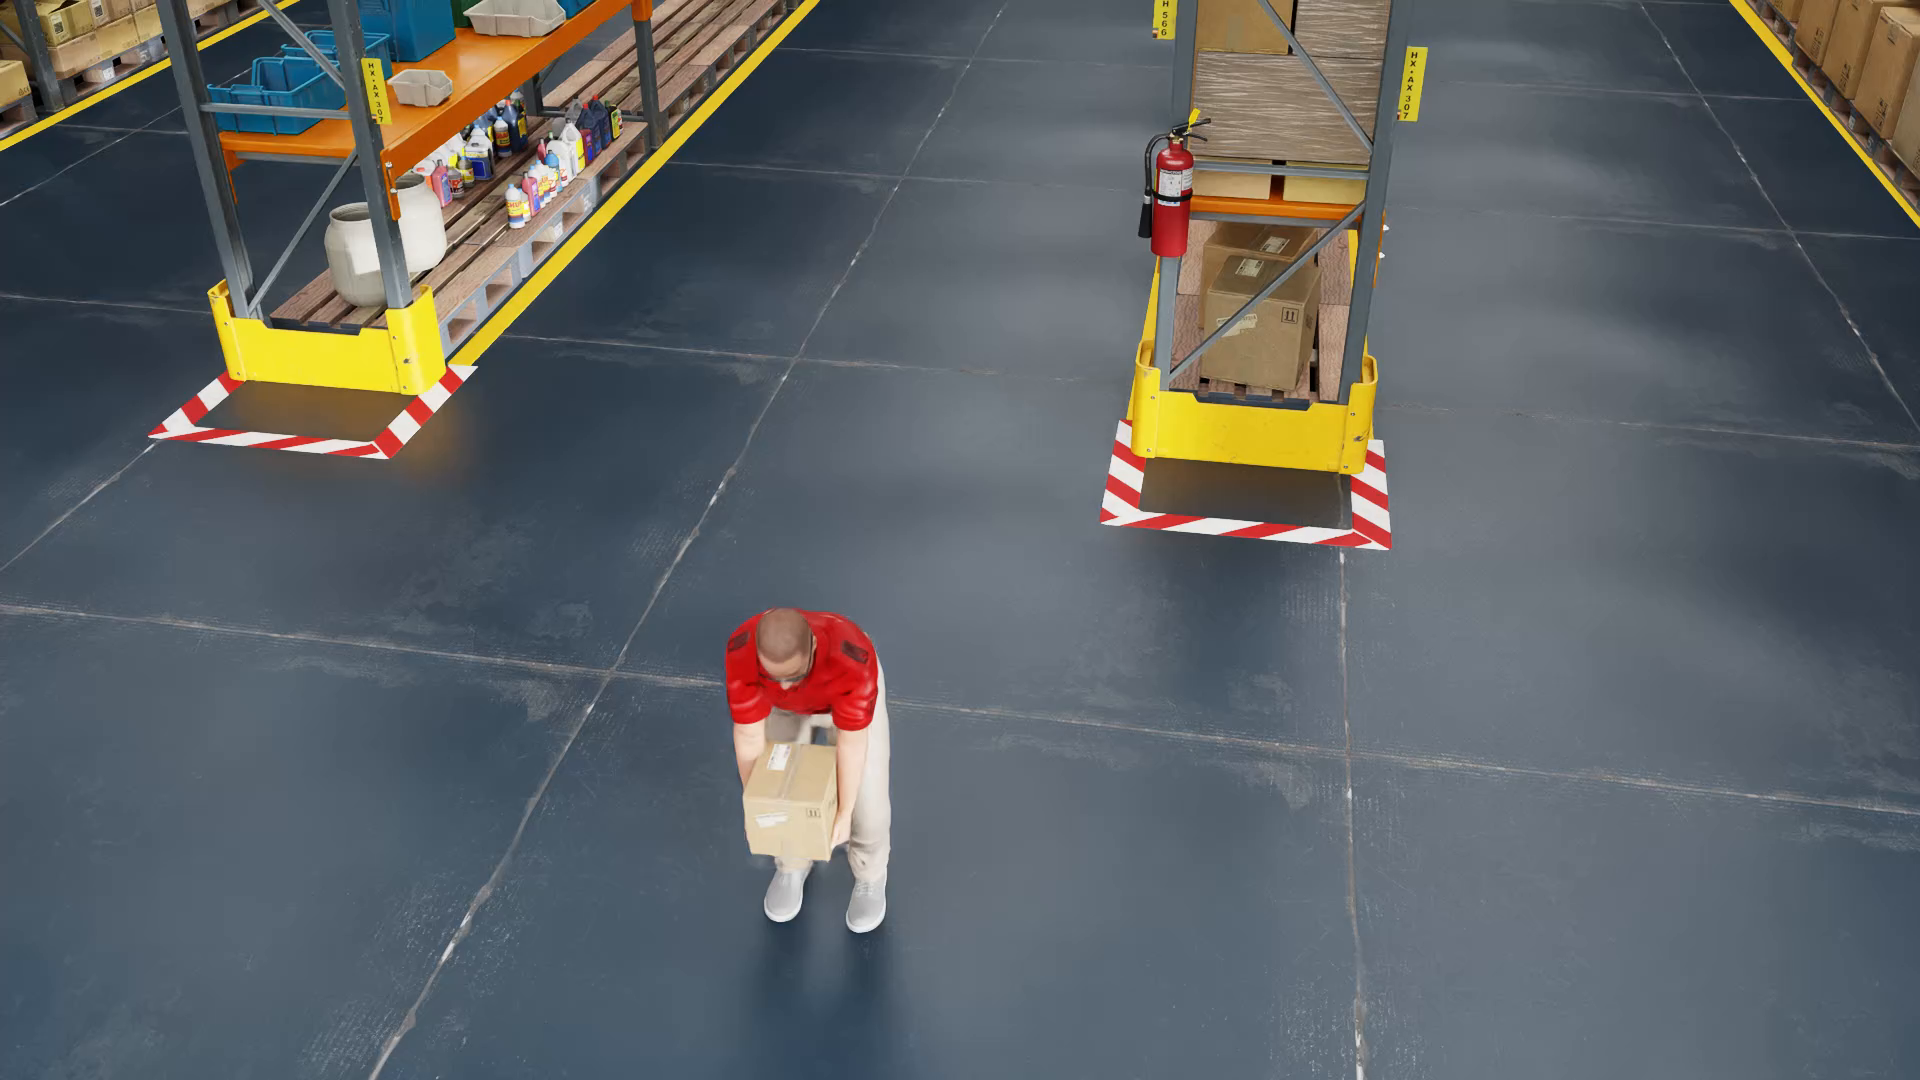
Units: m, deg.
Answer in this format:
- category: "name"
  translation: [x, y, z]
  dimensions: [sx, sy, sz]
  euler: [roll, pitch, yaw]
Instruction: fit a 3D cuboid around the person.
- category: "person"
  translation: [-0.474, 0.688, 5.284]
  dimensions: [0.489, 1.498, 0.778]
  euler: [4, 32, 7]
